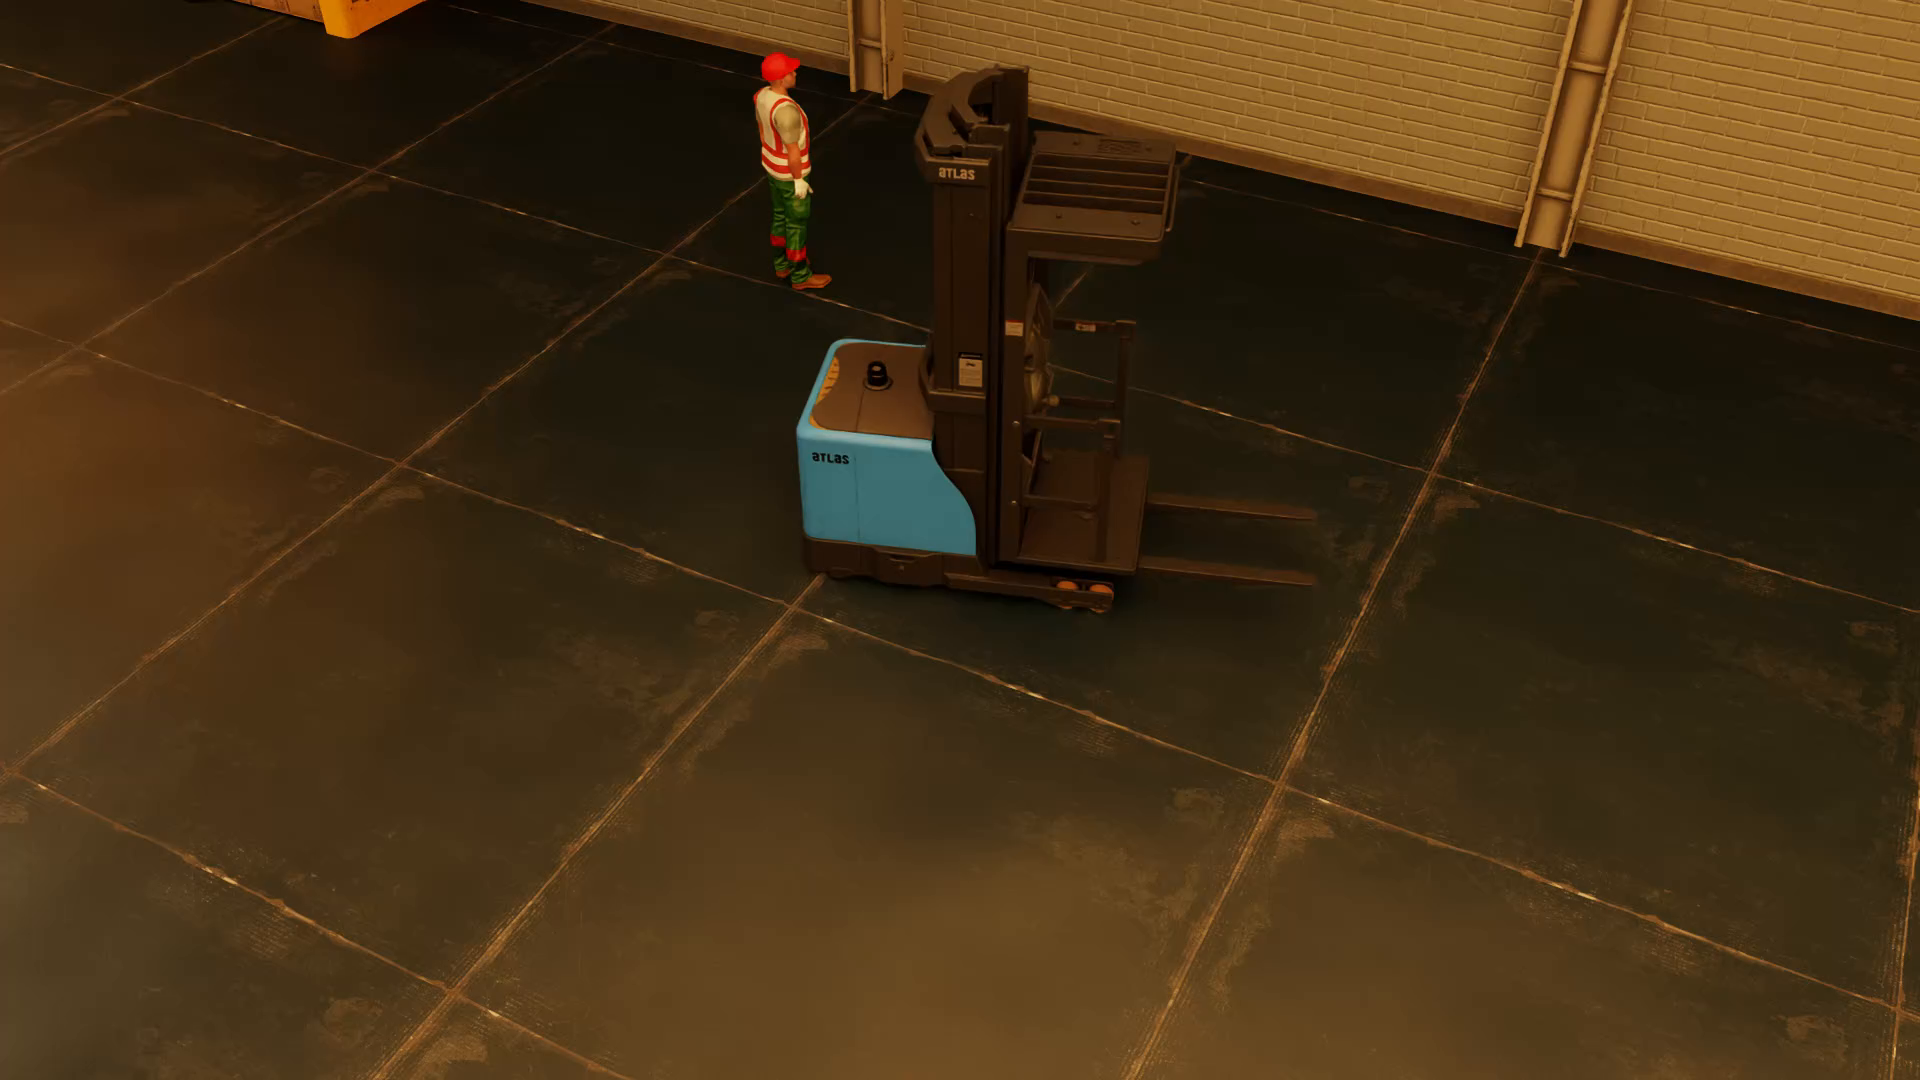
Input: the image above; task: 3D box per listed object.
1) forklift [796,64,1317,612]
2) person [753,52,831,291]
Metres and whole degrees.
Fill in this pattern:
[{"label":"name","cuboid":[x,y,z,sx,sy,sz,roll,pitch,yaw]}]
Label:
[{"label":"forklift","cuboid":[0.622,-1.067,9.254,3.031,2.935,1.130,6,40,7]},{"label":"person","cuboid":[-1.233,-2.685,12.061,0.362,1.796,0.526,-22,45,-24]}]
